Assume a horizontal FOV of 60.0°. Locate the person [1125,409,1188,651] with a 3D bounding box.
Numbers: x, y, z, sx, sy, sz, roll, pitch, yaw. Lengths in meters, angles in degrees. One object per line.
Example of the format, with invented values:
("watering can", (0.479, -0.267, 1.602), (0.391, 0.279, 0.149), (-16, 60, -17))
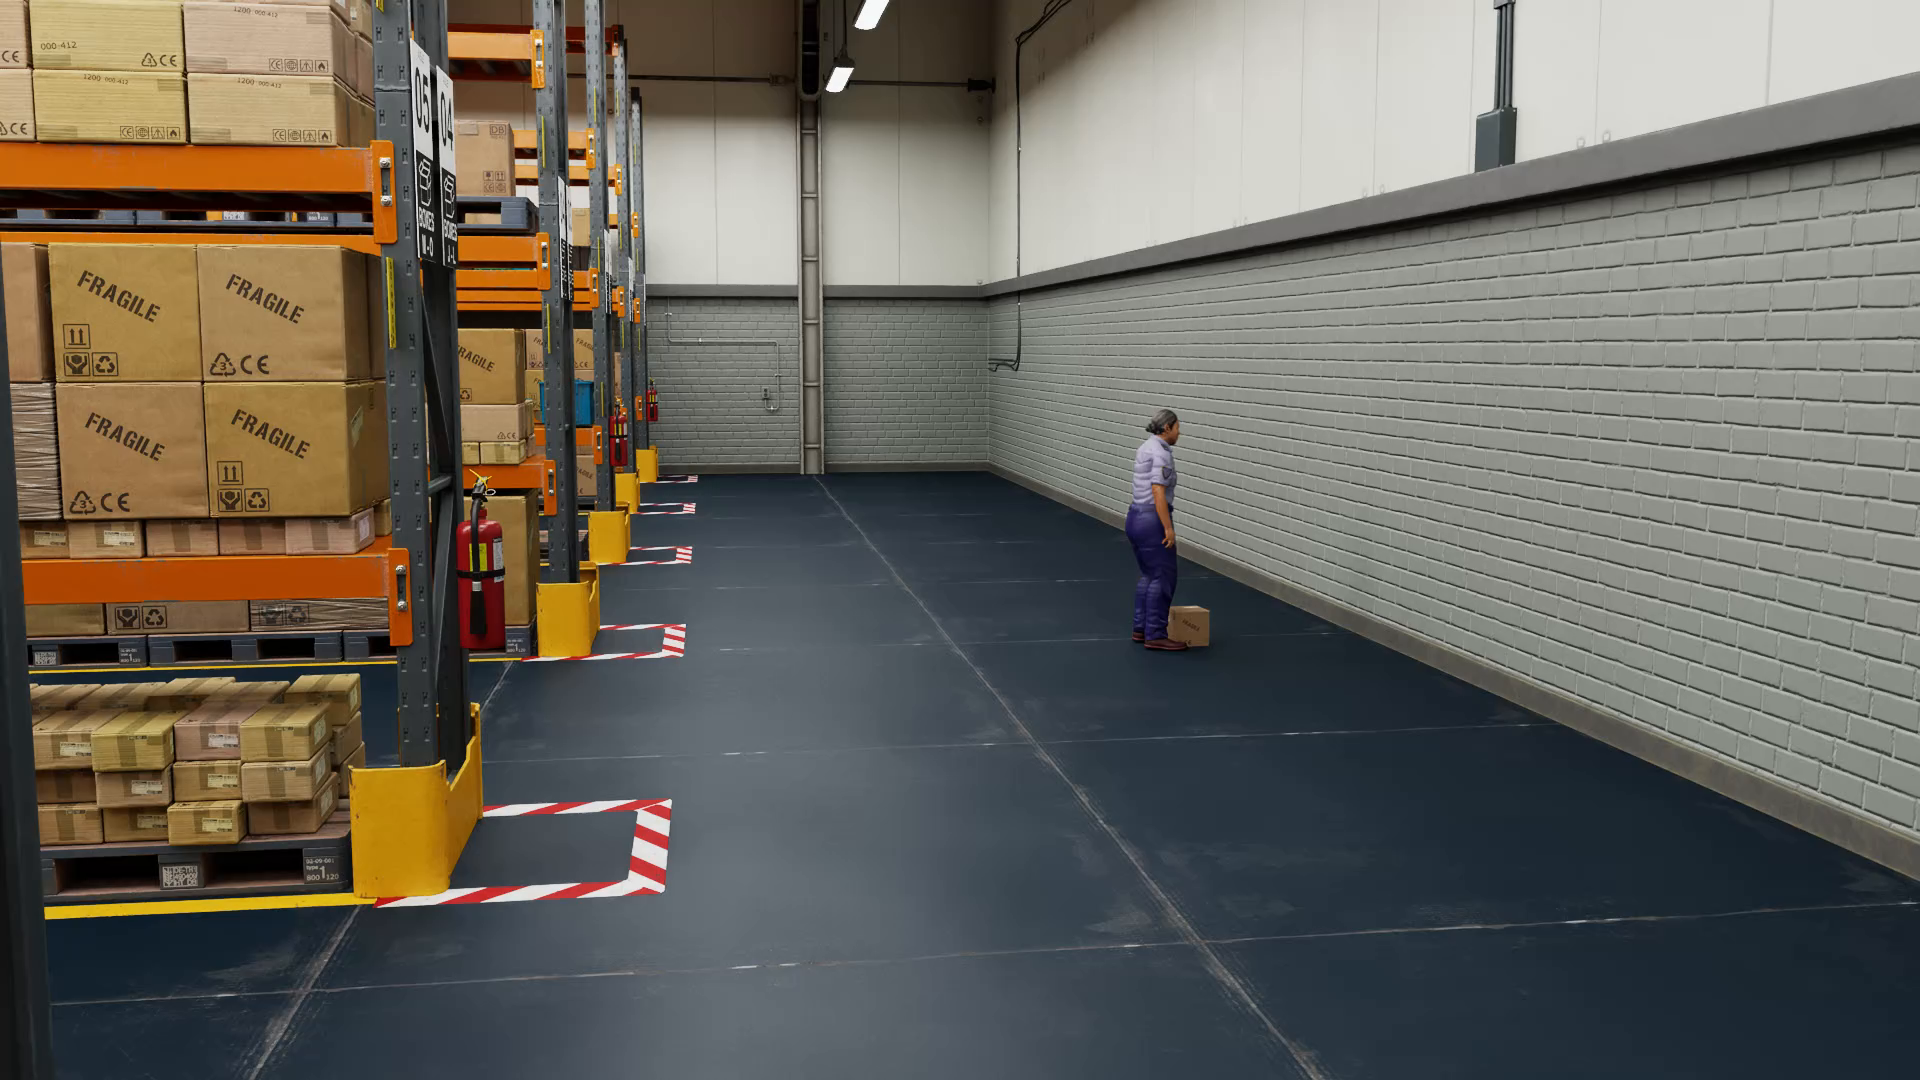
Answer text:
("person", (1.359, -0.076, 11.591), (0.367, 1.639, 0.547), (-1, 7, -9))
